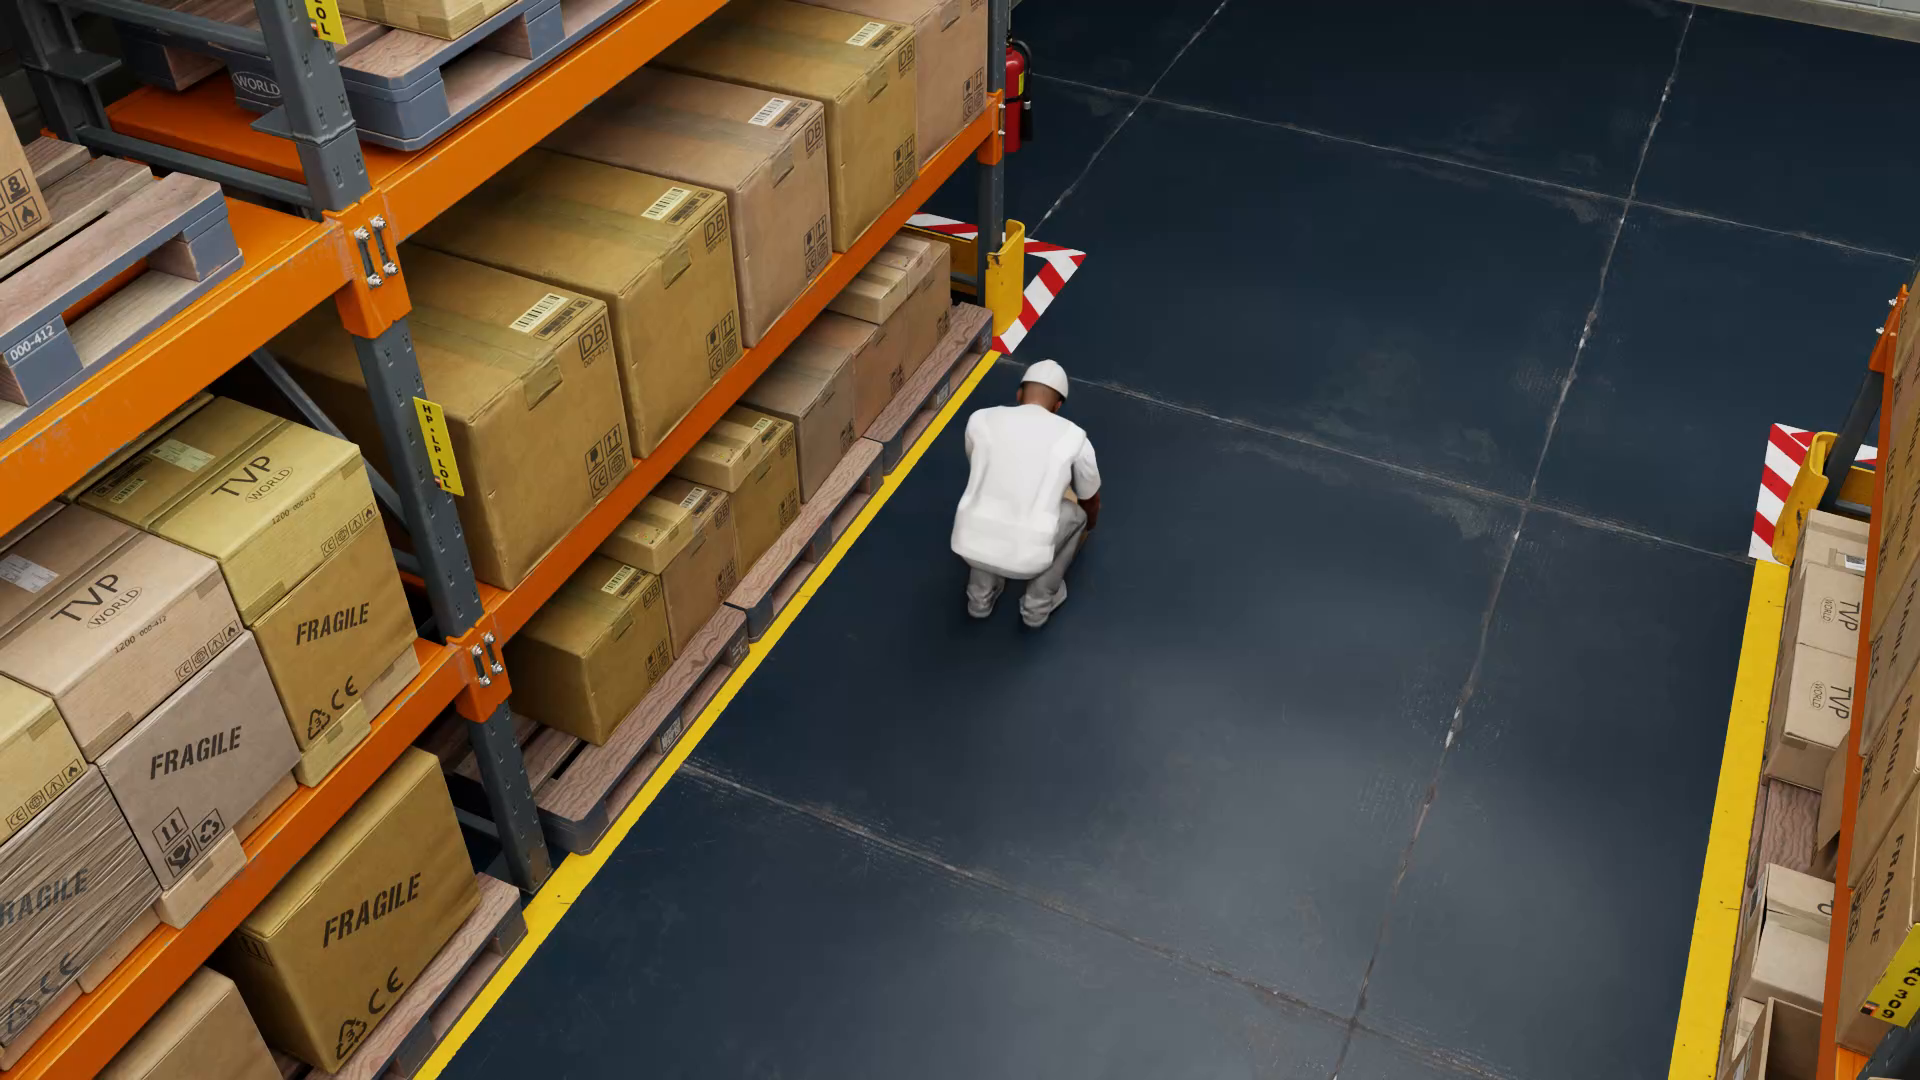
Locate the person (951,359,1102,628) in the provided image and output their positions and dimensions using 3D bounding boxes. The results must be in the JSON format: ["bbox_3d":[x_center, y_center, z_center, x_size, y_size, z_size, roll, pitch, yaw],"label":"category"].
[{"bbox_3d":[0.245,-0.159,6.932,0.576,0.957,0.895,16,44,17],"label":"person"}]
